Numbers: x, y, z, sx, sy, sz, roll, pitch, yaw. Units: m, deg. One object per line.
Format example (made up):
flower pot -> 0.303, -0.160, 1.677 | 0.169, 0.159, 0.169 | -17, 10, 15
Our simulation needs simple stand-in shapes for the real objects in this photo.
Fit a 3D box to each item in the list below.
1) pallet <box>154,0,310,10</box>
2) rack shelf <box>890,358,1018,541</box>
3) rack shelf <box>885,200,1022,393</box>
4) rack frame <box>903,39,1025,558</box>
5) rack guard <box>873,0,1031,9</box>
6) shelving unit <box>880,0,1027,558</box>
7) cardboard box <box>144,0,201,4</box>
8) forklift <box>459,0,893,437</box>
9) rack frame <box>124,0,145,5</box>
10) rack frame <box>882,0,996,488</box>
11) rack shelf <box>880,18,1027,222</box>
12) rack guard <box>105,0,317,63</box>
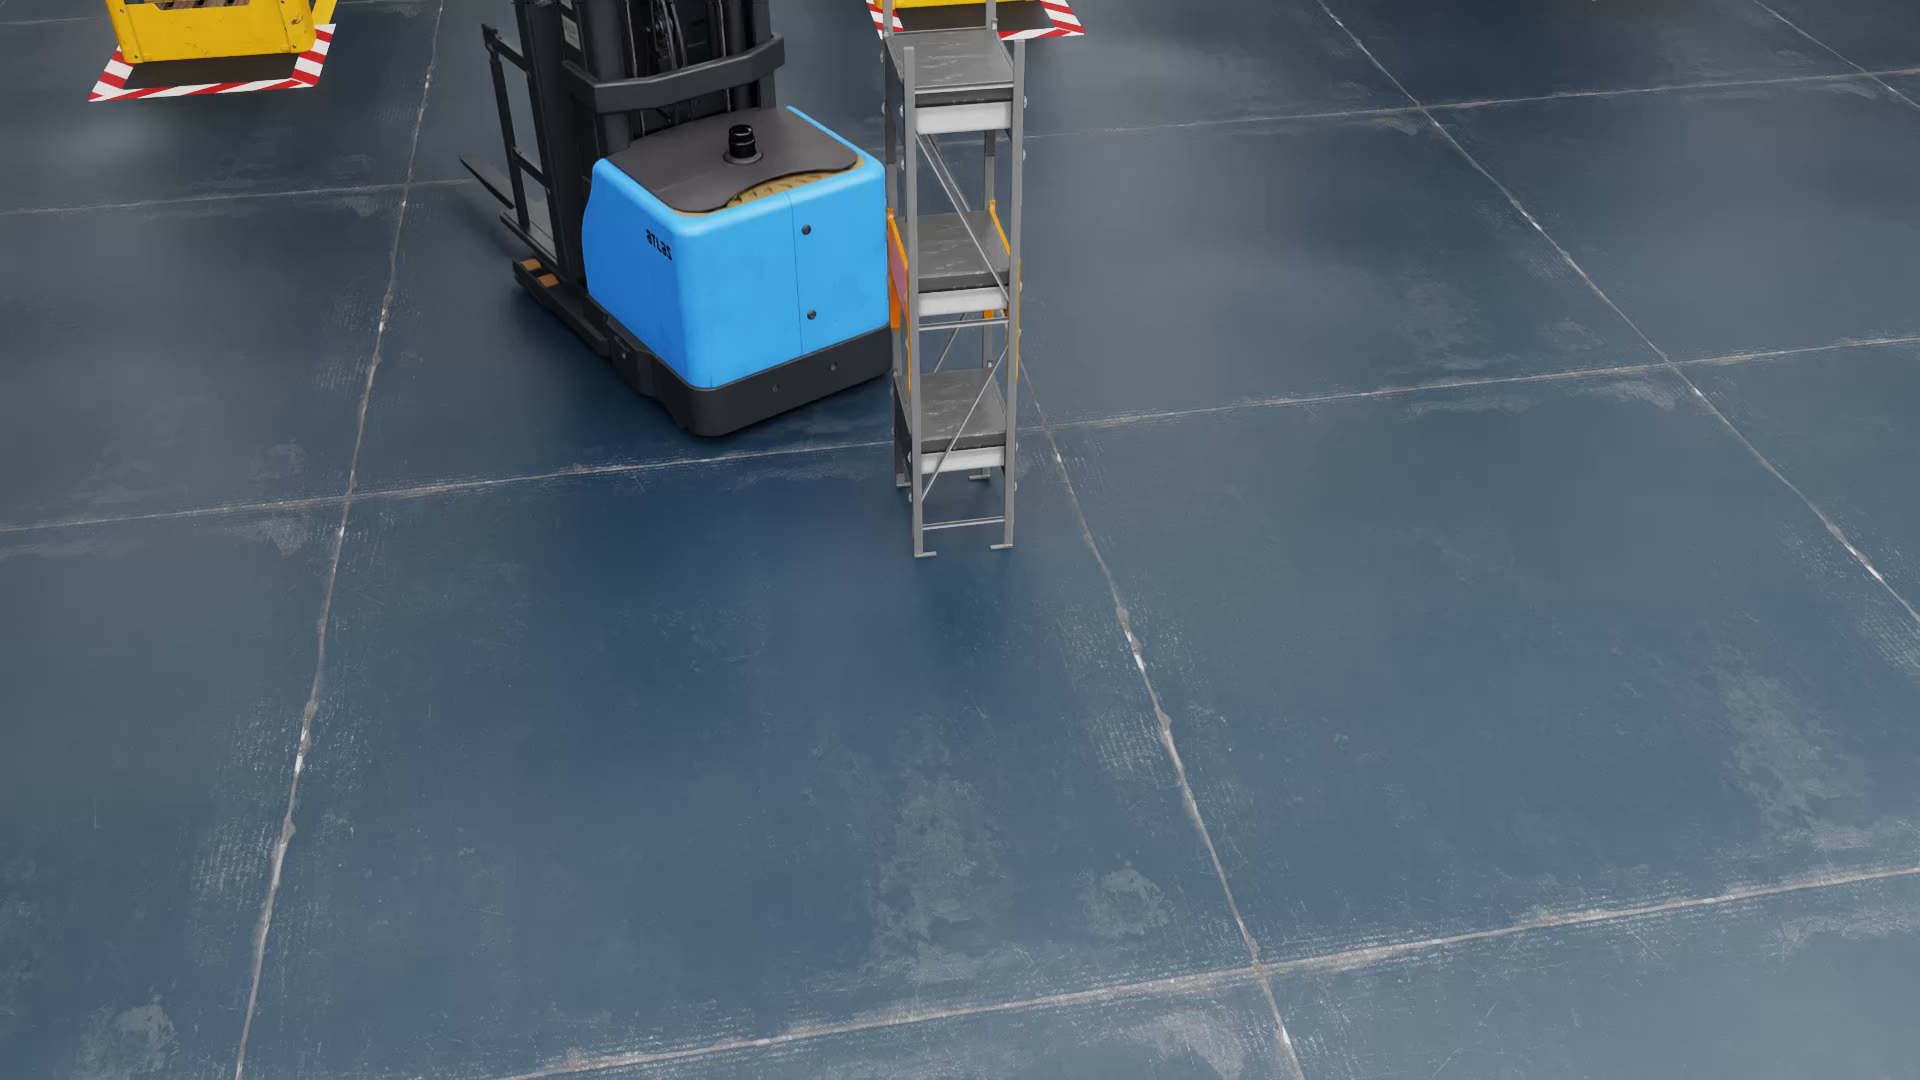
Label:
pallet -> -5.019, -3.782, 11.446 | 1.003, 0.211, 1.213 | -6, 38, -8
rack shelf -> -0.029, -0.366, 6.672 | 0.431, 0.518, 0.480 | -6, 38, -8
rack shelf -> -0.029, -0.918, 6.243 | 0.431, 0.518, 0.480 | -6, 38, -8
rack frame -> 0.014, -0.782, 6.045 | 0.400, 2.100, 0.015 | -6, 38, -8
rack guard -> -0.026, -4.010, 11.504 | 1.175, 0.500, 0.348 | -6, 38, -8
shelving unit -> -0.029, -0.929, 6.235 | 0.431, 2.100, 0.503 | -6, 38, -8
cardboard box -> -5.229, -3.798, 11.093 | 0.500, 0.250, 0.500 | -6, 38, -8
forklift -> -1.577, -2.462, 7.530 | 1.130, 2.935, 3.031 | -24, 44, -28
rack frame -> -4.844, -4.426, 10.002 | 1.000, 3.000, 0.127 | -6, 38, -8
rack frame -> -0.072, -1.077, 6.424 | 0.400, 2.100, 0.015 | -6, 38, -8
rack shelf -> -0.029, -1.471, 5.813 | 0.431, 0.518, 0.480 | -6, 38, -8
rack guard -> -4.839, -3.424, 10.750 | 1.175, 0.500, 0.348 | -6, 38, -8
